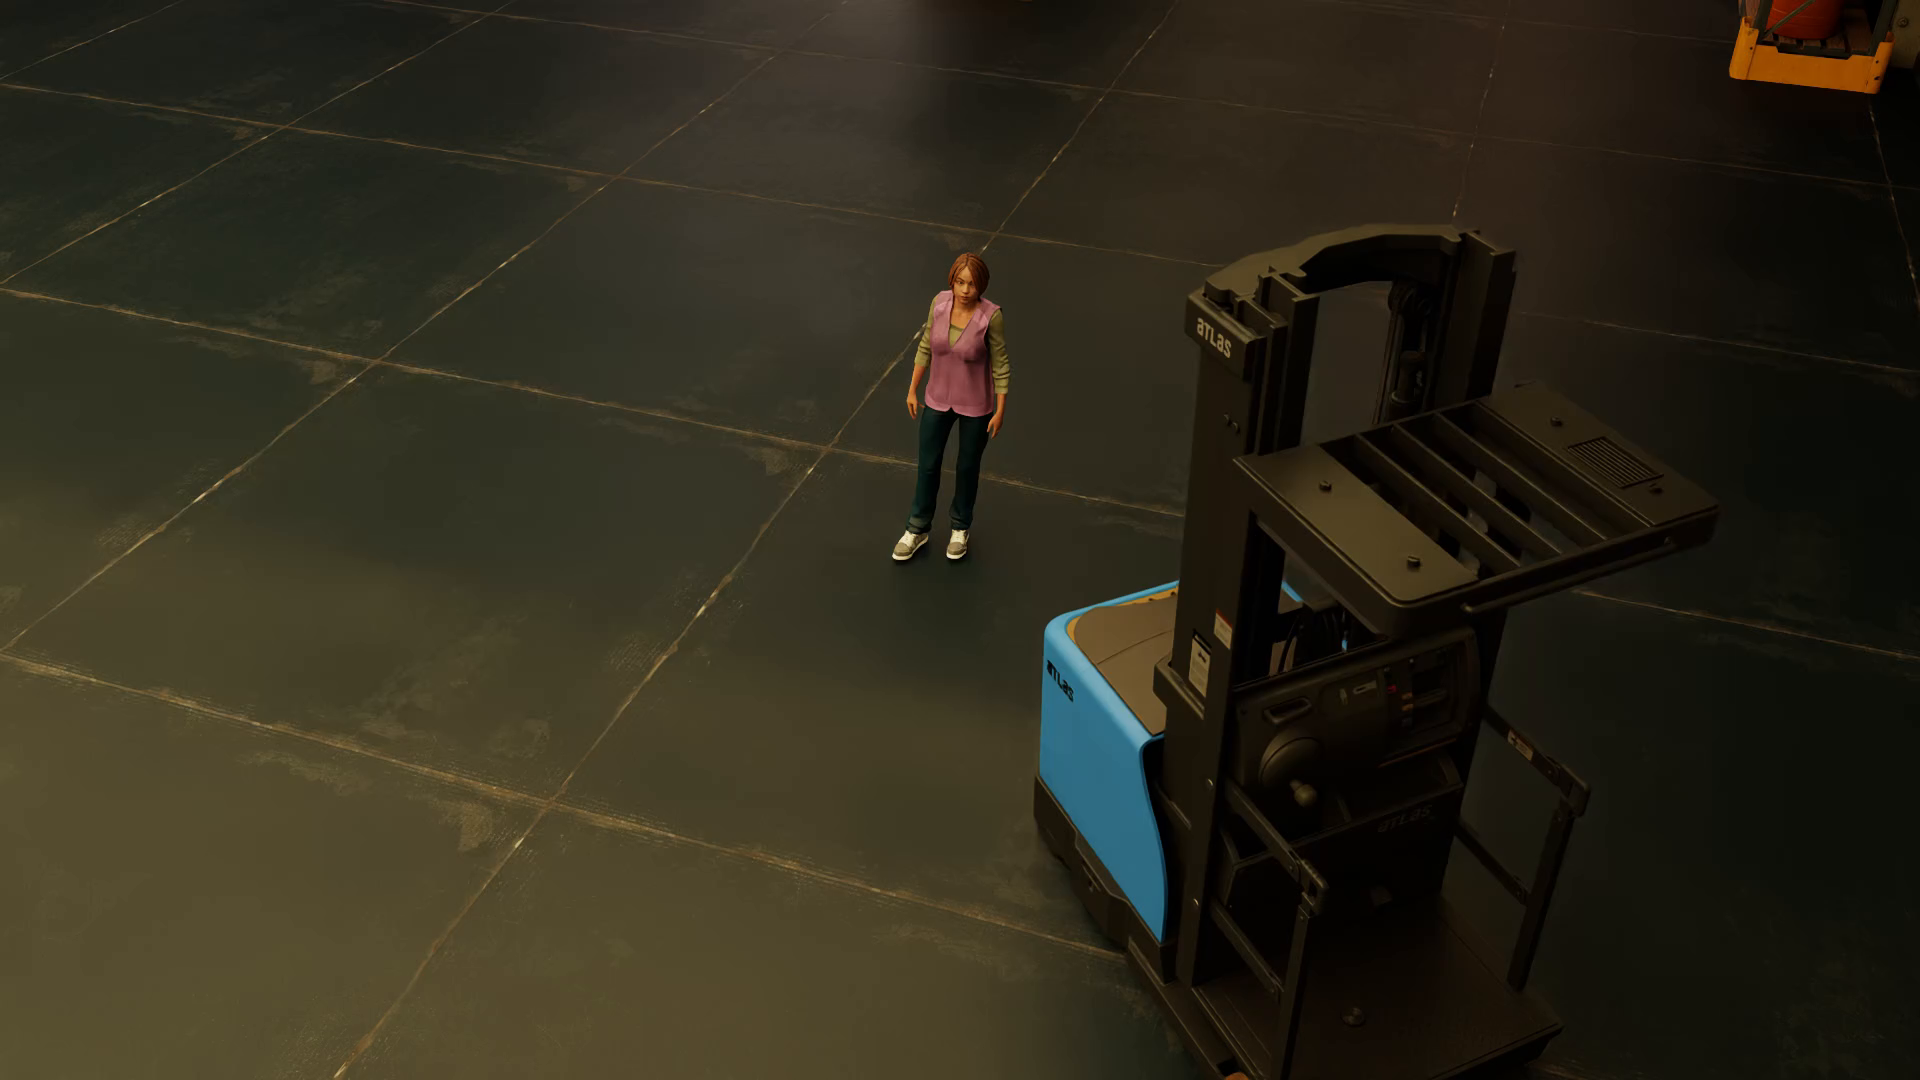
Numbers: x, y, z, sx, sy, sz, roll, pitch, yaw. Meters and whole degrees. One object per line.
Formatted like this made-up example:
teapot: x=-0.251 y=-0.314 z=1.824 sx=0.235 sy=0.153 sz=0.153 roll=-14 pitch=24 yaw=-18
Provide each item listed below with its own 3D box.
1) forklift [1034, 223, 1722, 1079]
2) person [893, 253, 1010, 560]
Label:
forklift: x=1.384 y=0.637 z=5.212 sx=1.130 sy=2.935 sz=3.031 roll=-15 pitch=38 yaw=-20
person: x=-0.038 y=-0.620 z=8.125 sx=0.520 sy=1.599 sz=0.473 roll=12 pitch=37 yaw=16
